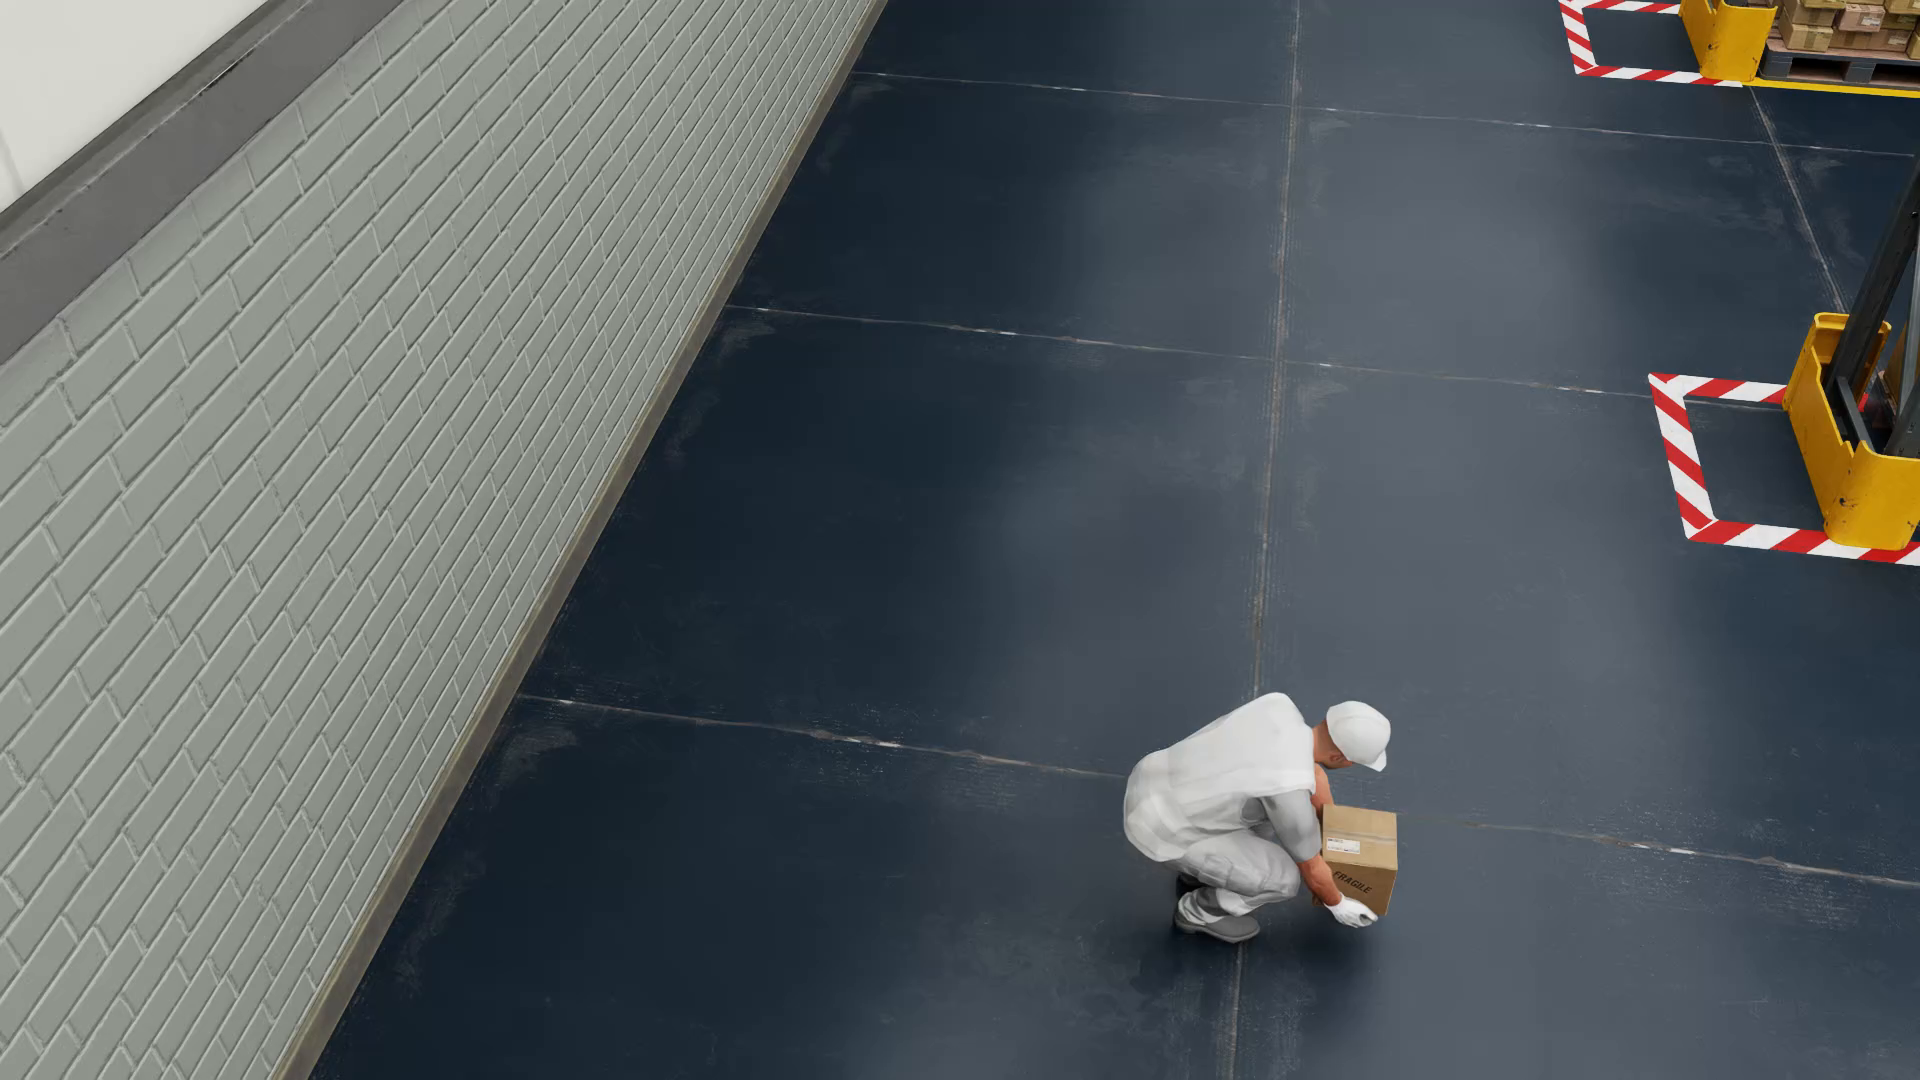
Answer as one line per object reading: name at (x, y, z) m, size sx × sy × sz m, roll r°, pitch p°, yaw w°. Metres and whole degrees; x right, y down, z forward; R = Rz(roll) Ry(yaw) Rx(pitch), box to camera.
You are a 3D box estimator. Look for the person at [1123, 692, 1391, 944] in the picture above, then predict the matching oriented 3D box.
person at (1.011, 0.915, 5.677) m, size 0.895 × 0.993 × 0.568 m, roll 7°, pitch 41°, yaw 8°
